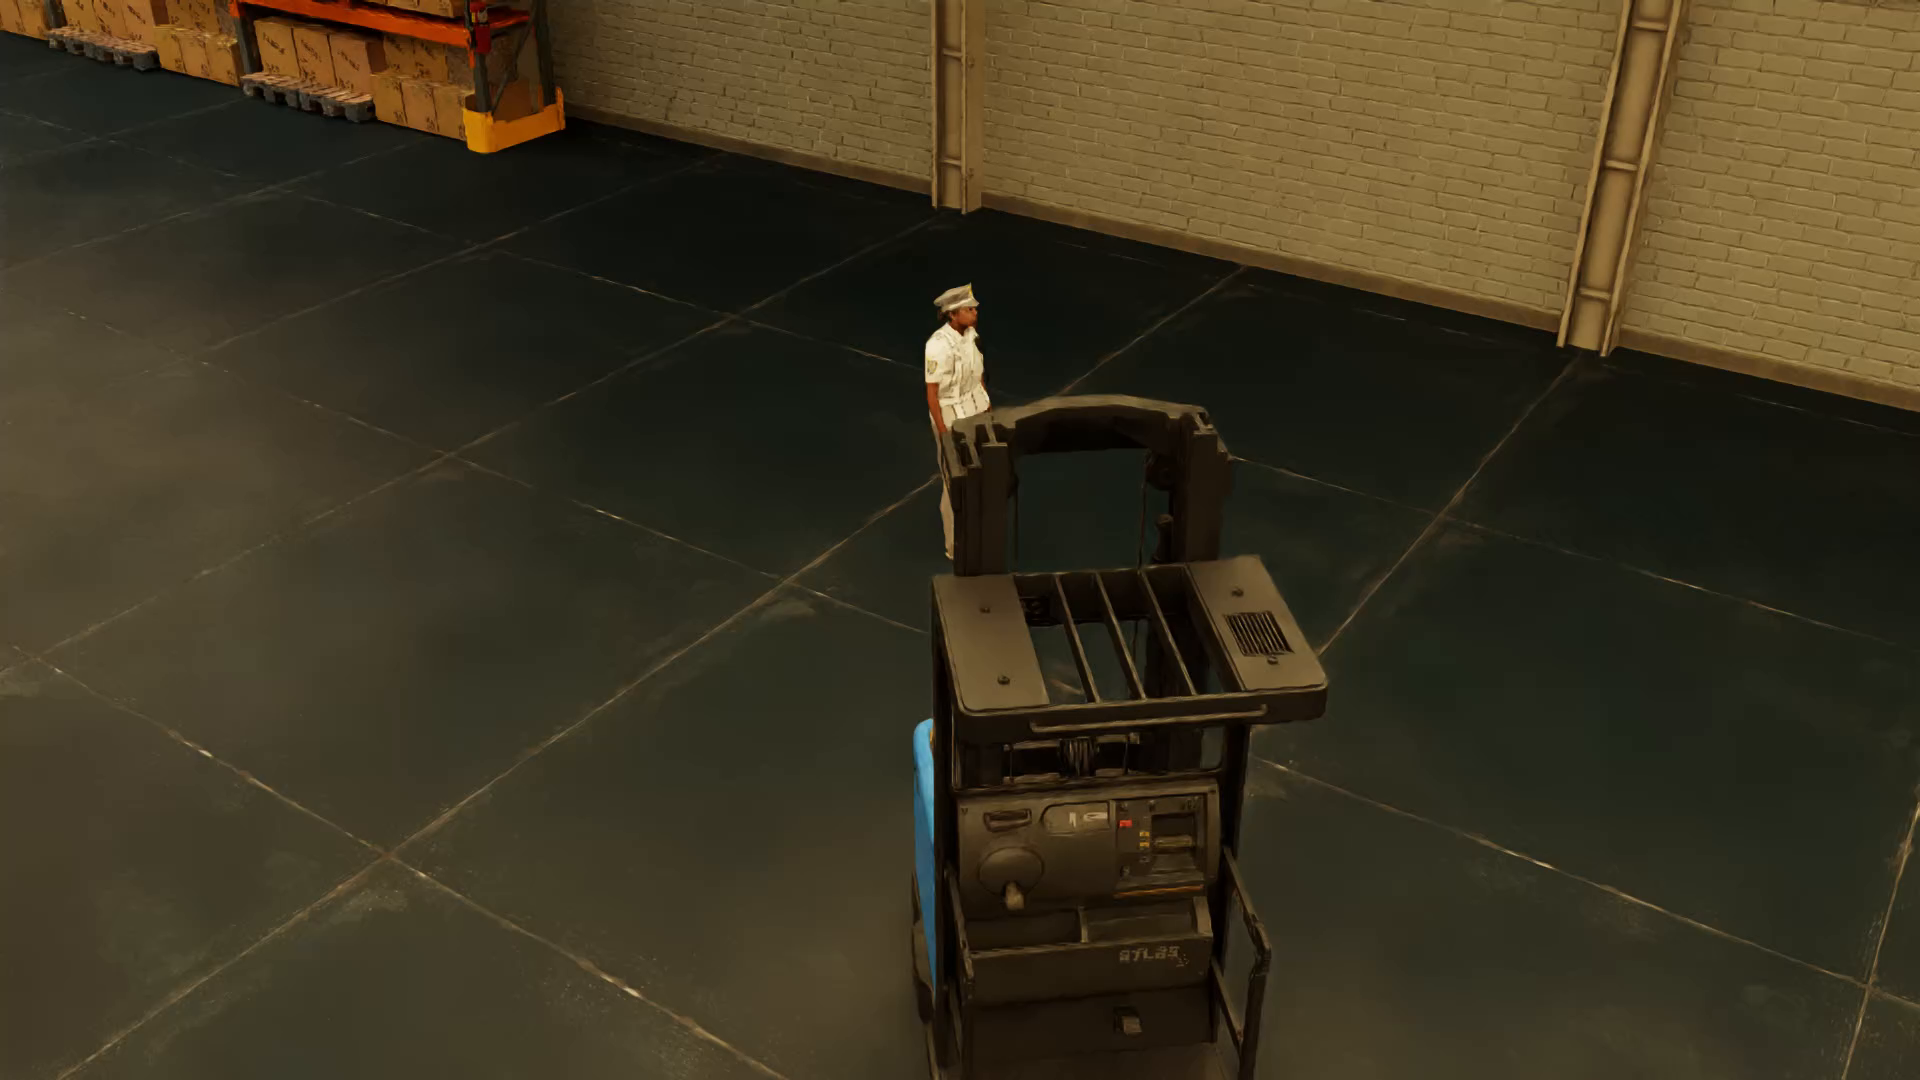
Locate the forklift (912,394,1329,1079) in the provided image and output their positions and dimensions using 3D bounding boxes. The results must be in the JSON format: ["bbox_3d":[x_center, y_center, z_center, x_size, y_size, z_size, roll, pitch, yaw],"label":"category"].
[{"bbox_3d":[0.484,1.119,5.654,1.130,2.935,3.031,-4,30,-6],"label":"forklift"}]

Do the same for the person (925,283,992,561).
[{"bbox_3d":[0.051,-0.709,10.021,0.529,1.693,0.570,19,35,29],"label":"person"}]
